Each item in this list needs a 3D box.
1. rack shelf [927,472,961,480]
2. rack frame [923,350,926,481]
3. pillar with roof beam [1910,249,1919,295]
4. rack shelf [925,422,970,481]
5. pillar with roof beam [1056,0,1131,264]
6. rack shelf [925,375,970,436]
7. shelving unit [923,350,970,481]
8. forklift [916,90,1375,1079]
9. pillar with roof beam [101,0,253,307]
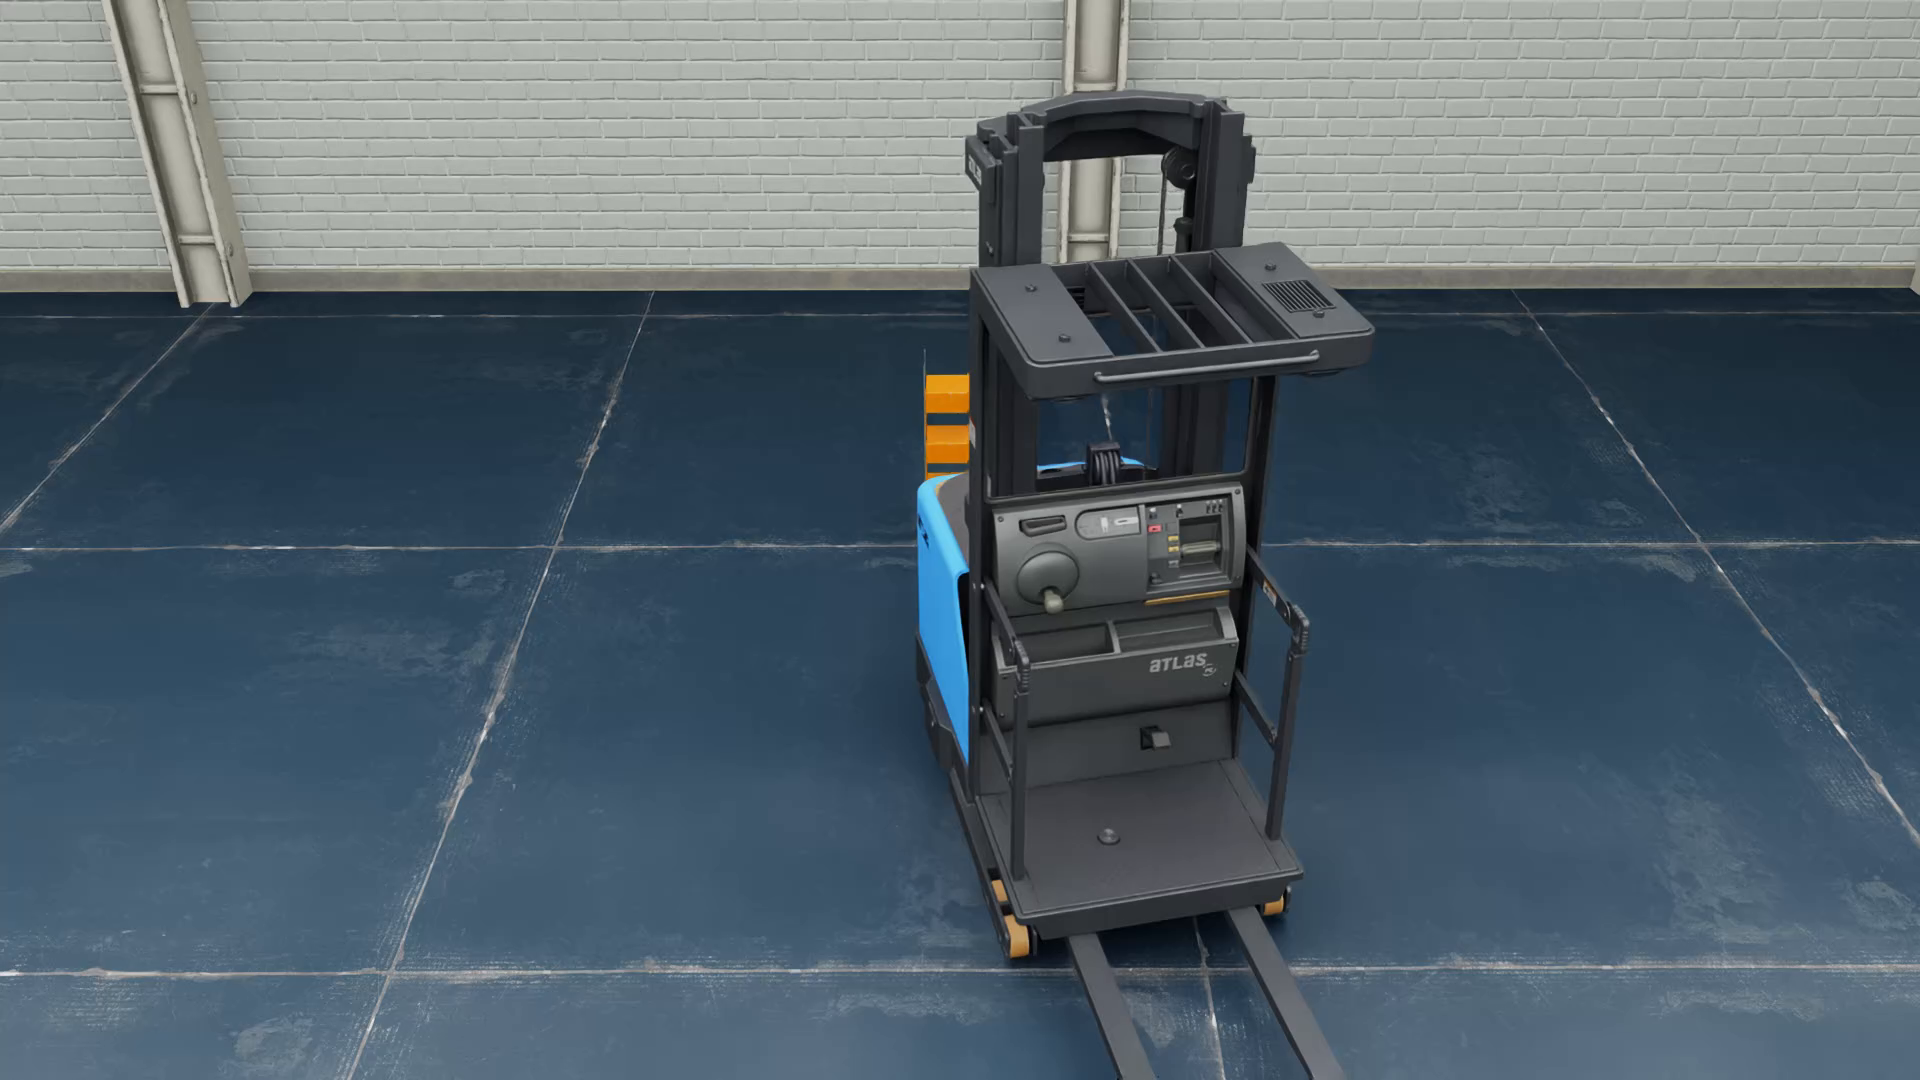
[{"bbox_3d":[-0.054,-0.202,8.627,0.240,0.259,0.215,0,31,0],"label":"rack shelf"},{"bbox_3d":[-0.176,-0.448,8.477,0.008,1.050,0.200,0,31,0],"label":"rack frame"},{"bbox_3d":[6.891,-3.324,5.554,0.400,9.000,9.100,0,31,0],"label":"pillar with roof beam"},{"bbox_3d":[-0.054,-0.440,8.483,0.240,0.259,0.215,0,31,0],"label":"rack shelf"},{"bbox_3d":[0.891,-3.306,5.523,0.400,9.000,9.100,0,31,0],"label":"pillar with roof beam"},{"bbox_3d":[-0.054,-0.682,8.336,0.240,0.259,0.215,0,31,0],"label":"rack shelf"},{"bbox_3d":[-0.054,-0.449,8.477,0.252,1.050,0.215,0,31,0],"label":"shelving unit"},{"bbox_3d":[0.628,0.085,5.784,1.130,2.935,3.031,-7,32,-11],"label":"forklift"},{"bbox_3d":[-5.109,-3.287,5.492,0.400,9.000,9.100,0,31,0],"label":"pillar with roof beam"}]
